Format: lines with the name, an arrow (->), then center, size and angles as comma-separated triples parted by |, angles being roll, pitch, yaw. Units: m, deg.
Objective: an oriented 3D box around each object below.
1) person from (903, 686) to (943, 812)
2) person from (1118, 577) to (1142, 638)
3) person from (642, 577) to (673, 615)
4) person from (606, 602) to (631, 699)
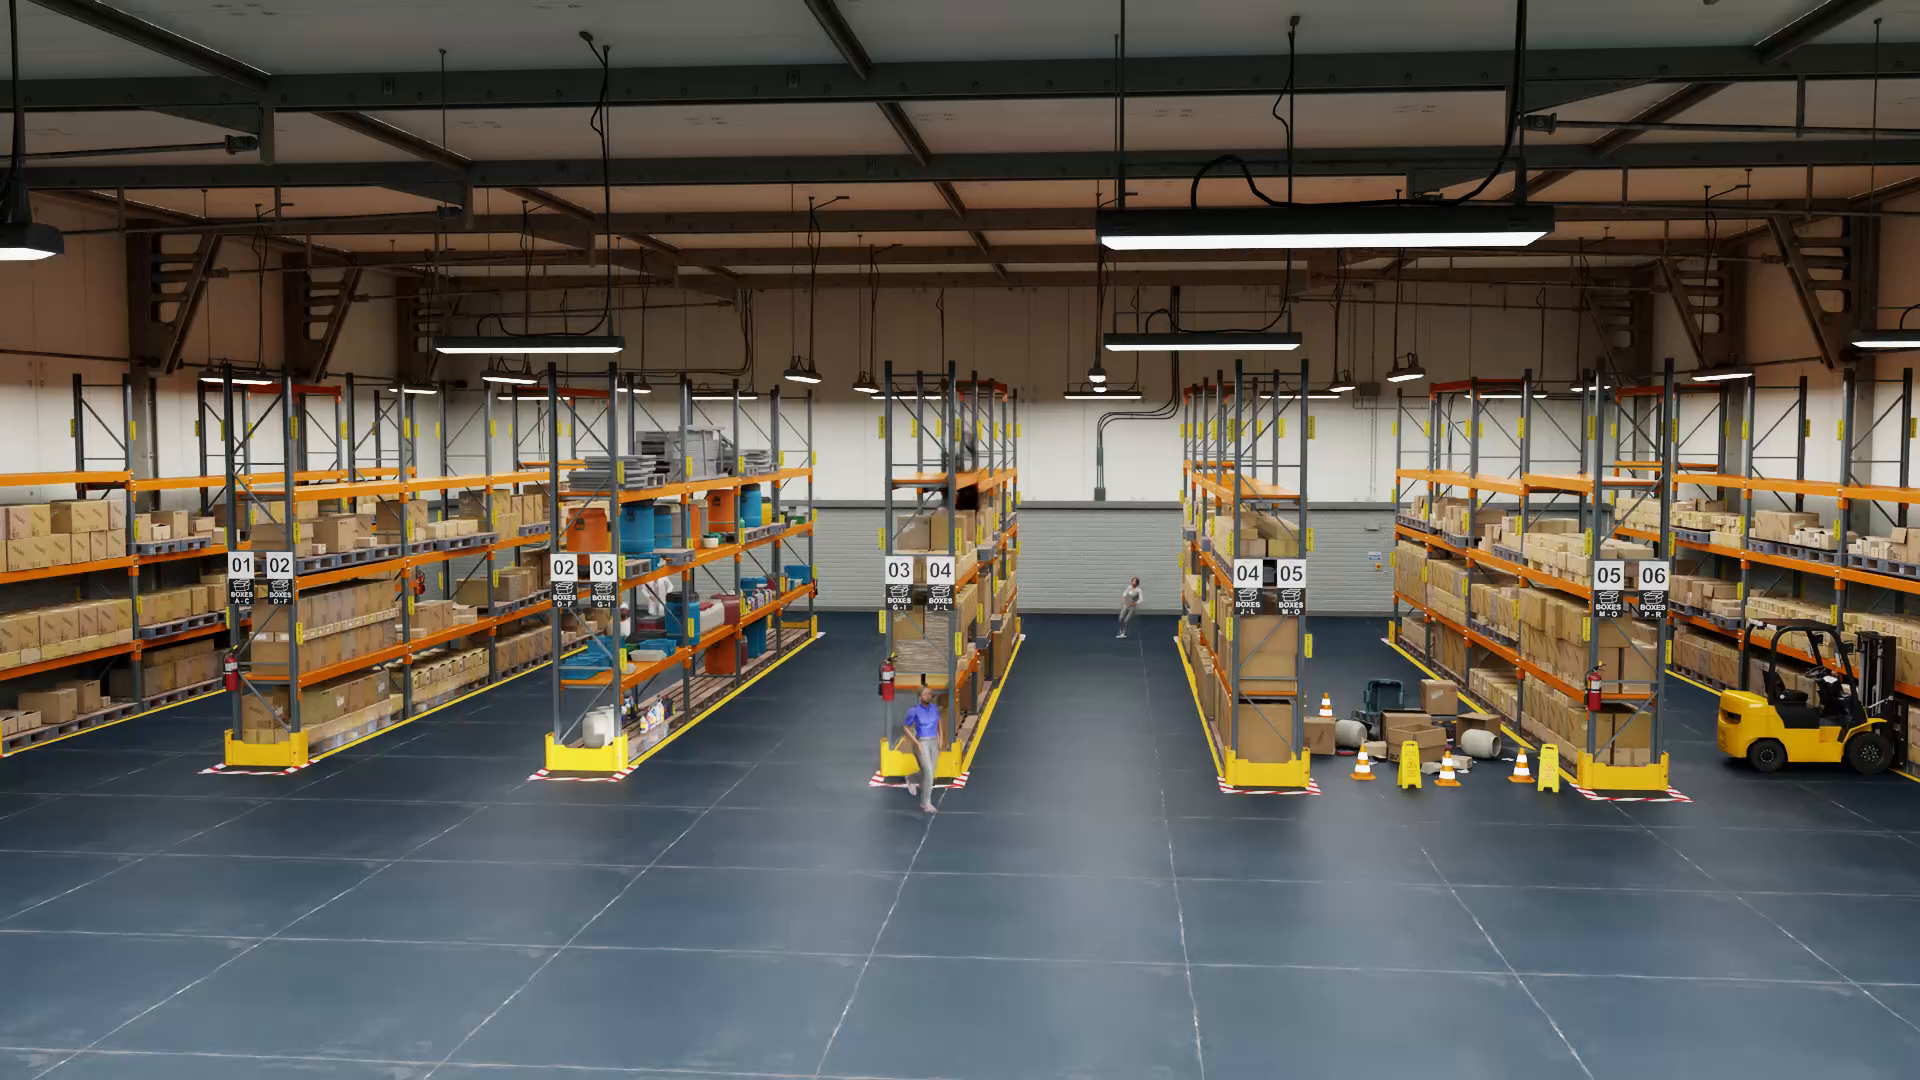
person -> -0.519, 2.746, 22.102 | 0.584, 1.656, 0.675 | -3, 5, -37
person -> 4.052, 1.627, 39.894 | 0.695, 1.500, 0.558 | 2, 4, 26
person -> -7.256, 1.511, 39.825 | 0.716, 1.733, 0.606 | 0, 4, -3
person -> -6.313, 2.074, 31.029 | 0.656, 1.824, 0.744 | 0, 4, -2
